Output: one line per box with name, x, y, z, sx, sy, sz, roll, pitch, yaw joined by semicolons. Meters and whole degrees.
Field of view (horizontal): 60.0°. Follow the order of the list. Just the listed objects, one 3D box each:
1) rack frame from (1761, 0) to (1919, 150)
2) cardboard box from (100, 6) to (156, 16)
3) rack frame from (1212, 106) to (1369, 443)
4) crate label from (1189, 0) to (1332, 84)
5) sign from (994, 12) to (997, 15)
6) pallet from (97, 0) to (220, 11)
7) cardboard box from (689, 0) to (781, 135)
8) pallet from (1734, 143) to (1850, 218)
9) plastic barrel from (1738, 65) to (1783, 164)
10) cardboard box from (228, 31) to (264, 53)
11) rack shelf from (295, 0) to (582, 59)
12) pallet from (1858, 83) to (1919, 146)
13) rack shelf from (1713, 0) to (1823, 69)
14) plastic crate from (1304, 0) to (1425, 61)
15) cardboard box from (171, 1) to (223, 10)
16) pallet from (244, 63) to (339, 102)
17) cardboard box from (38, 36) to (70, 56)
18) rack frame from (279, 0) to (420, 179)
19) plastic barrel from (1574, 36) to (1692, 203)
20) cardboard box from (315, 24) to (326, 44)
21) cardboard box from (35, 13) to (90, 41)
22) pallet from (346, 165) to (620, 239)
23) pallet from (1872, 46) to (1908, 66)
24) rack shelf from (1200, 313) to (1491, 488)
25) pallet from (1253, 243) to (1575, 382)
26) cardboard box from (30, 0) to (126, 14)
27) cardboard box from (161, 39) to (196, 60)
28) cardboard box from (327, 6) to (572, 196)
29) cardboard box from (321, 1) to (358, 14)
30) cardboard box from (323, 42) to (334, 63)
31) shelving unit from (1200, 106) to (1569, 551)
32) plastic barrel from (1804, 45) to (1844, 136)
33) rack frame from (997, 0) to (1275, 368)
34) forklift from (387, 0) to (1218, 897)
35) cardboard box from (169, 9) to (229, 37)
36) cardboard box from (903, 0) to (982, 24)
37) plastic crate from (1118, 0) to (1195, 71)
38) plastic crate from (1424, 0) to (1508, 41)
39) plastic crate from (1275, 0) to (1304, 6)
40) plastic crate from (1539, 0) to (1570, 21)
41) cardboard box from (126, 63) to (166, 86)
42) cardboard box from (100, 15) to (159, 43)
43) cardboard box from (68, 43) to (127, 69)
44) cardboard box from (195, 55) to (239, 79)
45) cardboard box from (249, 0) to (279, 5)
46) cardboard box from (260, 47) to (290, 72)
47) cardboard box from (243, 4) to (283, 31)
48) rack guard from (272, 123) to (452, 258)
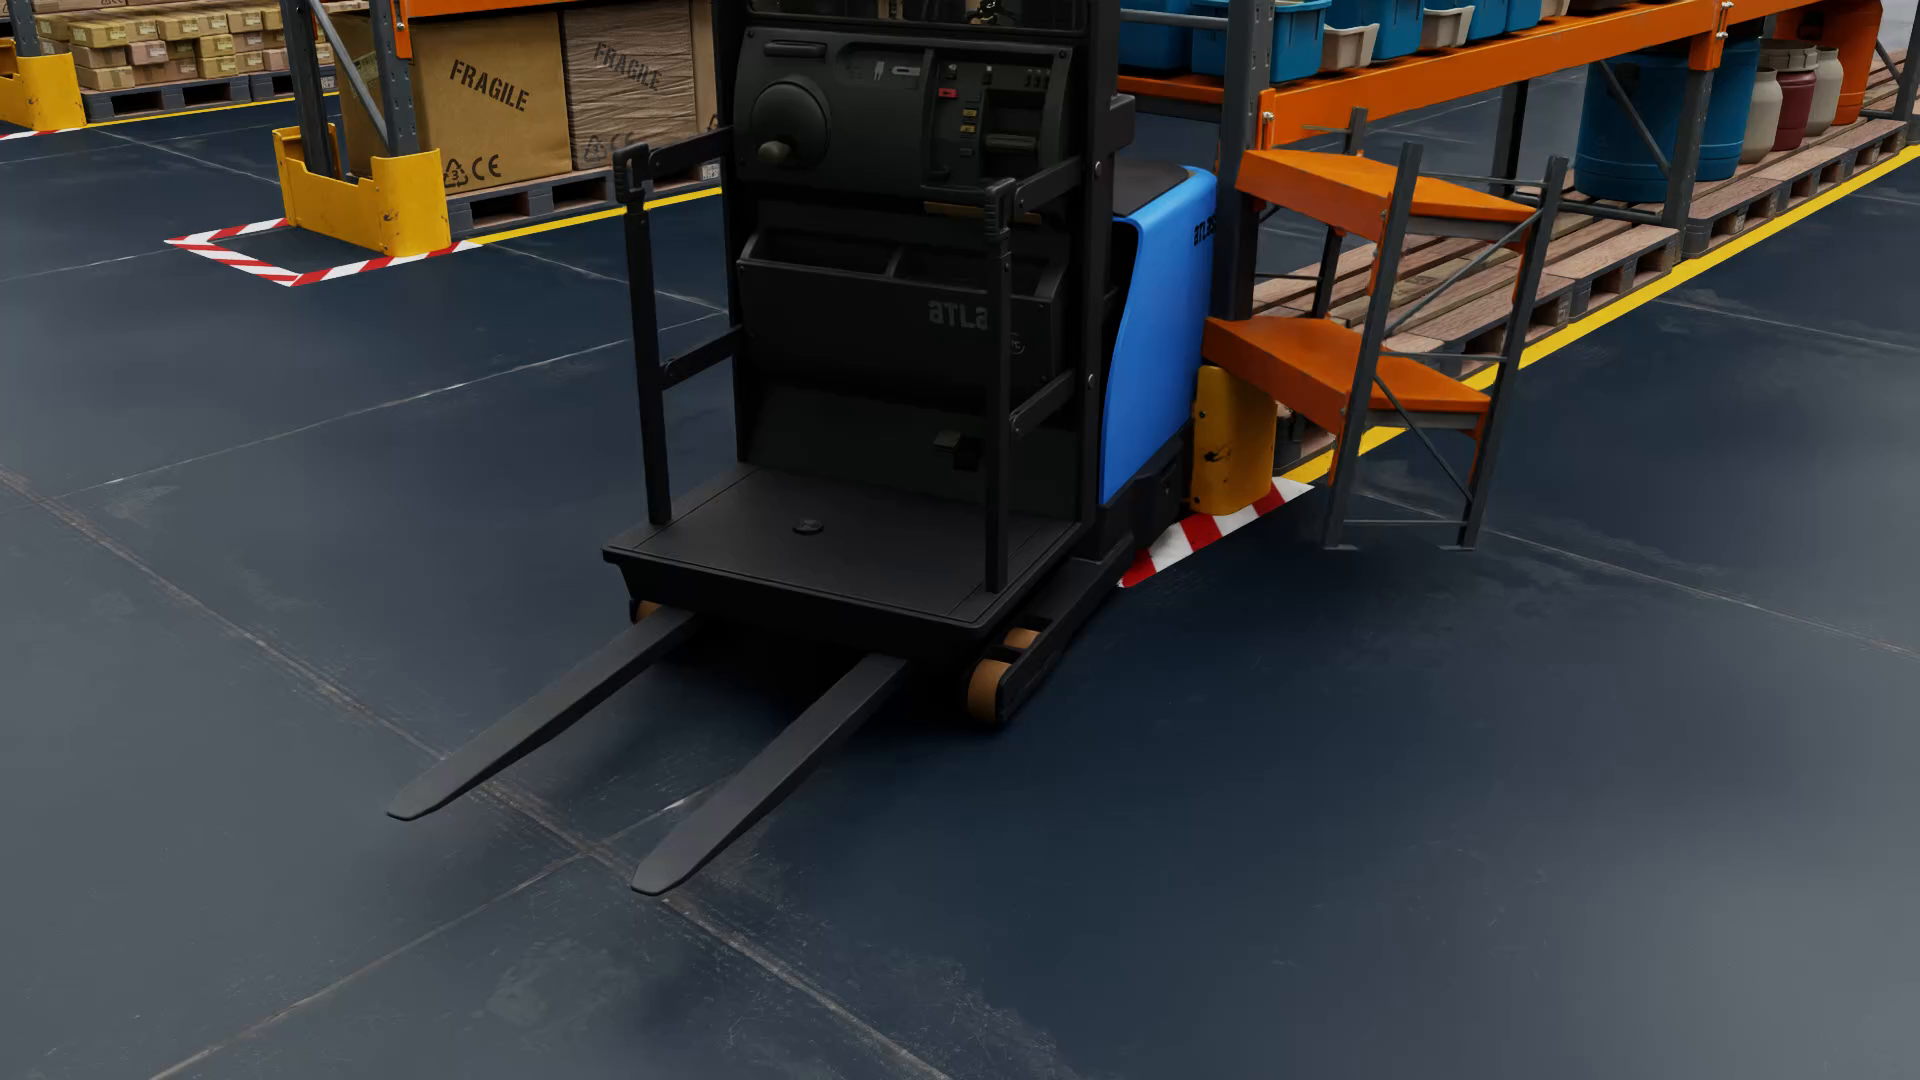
rack frame;5.874;-4.096;10.719;1.000;3.000;0.127;20;31;38
cardboard box;-6.327;-3.963;12.668;0.380;0.149;0.250;19;31;36
rack frame;1.002;-0.865;5.451;0.500;1.125;0.032;0;21;-20
crate label;0.944;-1.595;5.272;0.416;0.233;0.303;20;31;38
sign;0.114;-1.878;5.574;0.100;0.325;0.005;20;31;38
pallet;-8.430;-5.453;17.154;1.003;0.211;1.213;20;31;38
cardboard box;-1.585;-2.999;10.355;0.875;0.875;0.875;20;31;38
pallet;4.564;-2.202;9.903;1.003;0.211;1.213;20;31;38
plastic barrel;4.496;-2.458;9.594;0.421;0.512;0.421;0;24;0
cardboard box;-5.559;-3.834;12.743;0.380;0.149;0.250;18;30;35
rack shelf;-1.819;-3.292;9.806;1.077;0.370;4.000;20;31;38
pallet;6.420;-3.049;11.793;1.003;0.211;1.213;20;31;38
rack shelf;4.539;-3.159;9.507;1.077;0.370;4.000;20;31;38
plastic crate;1.384;-1.796;5.720;0.416;0.233;0.300;20;31;38
cardboard box;-5.969;-4.122;13.021;0.380;0.149;0.250;22;32;39
pallet;-5.347;-3.755;13.367;1.003;0.211;1.213;20;31;38
cardboard box;-6.640;-3.662;12.358;0.380;0.149;0.250;19;30;36
rack frame;-3.154;-3.011;8.299;1.000;3.000;0.127;20;31;38
plastic barrel;3.580;-2.273;8.704;0.600;0.901;0.708;20;31;38
cardboard box;-5.221;-4.008;13.130;0.380;0.149;0.250;22;32;40
cardboard box;-6.616;-3.789;12.278;0.380;0.149;0.250;21;31;38
pallet;-2.679;-2.004;9.461;1.003;0.211;1.213;20;31;38
pallet;8.048;-3.793;13.451;1.003;0.211;1.213;20;31;38
rack shelf;1.129;-0.454;5.086;0.538;0.278;1.000;0;21;-20
pallet;1.928;-0.997;7.216;1.003;0.211;1.213;20;31;38
cardboard box;-8.960;-5.523;16.521;0.875;0.438;0.875;19;30;36
cardboard box;-5.917;-3.679;12.397;0.380;0.149;0.250;21;31;38
cardboard box;-2.786;-2.450;9.132;0.875;0.875;0.875;20;31;38
cardboard box;-4.970;-4.180;13.151;0.380;0.149;0.250;19;30;36
cardboard box;-5.033;-3.917;13.290;0.380;0.149;0.250;21;32;38
shelving unit;1.159;-0.682;5.003;0.538;1.125;1.048;0;21;-20
plastic barrel;5.250;-2.802;10.361;0.421;0.512;0.421;0;24;0
rack frame;0.535;-1.659;5.283;1.000;3.000;0.127;20;31;38
forklift;-0.248;-1.072;4.059;1.130;2.935;3.031;11;26;23
cardboard box;-5.716;-3.882;12.486;0.380;0.149;0.250;18;30;35
cardboard box;-0.072;-3.652;11.813;1.225;0.875;0.875;20;31;38
plastic crate;0.619;-1.855;5.605;0.616;0.435;0.499;20;31;38
plastic crate;1.823;-1.996;6.167;0.416;0.233;0.300;20;31;38
plastic crate;1.148;-1.948;6.177;0.396;0.136;0.243;20;31;38
plastic crate;2.266;-2.172;6.677;0.293;0.136;0.466;20;31;38
cardboard box;-6.078;-3.461;12.275;0.380;0.149;0.250;20;31;37
cardboard box;-6.083;-3.742;12.174;0.380;0.149;0.250;21;31;38
cardboard box;-6.239;-3.512;12.025;0.380;0.149;0.250;22;32;40
cardboard box;-5.665;-3.587;12.555;0.380;0.149;0.250;21;31;38
cardboard box;-5.557;-4.260;13.328;0.380;0.149;0.250;20;31;38
cardboard box;-5.335;-3.743;12.902;0.380;0.149;0.250;18;30;35
cardboard box;-5.314;-4.032;12.820;0.380;0.149;0.250;21;31;38
rack guard;-3.170;-1.863;8.795;1.175;0.500;0.348;20;31;38
